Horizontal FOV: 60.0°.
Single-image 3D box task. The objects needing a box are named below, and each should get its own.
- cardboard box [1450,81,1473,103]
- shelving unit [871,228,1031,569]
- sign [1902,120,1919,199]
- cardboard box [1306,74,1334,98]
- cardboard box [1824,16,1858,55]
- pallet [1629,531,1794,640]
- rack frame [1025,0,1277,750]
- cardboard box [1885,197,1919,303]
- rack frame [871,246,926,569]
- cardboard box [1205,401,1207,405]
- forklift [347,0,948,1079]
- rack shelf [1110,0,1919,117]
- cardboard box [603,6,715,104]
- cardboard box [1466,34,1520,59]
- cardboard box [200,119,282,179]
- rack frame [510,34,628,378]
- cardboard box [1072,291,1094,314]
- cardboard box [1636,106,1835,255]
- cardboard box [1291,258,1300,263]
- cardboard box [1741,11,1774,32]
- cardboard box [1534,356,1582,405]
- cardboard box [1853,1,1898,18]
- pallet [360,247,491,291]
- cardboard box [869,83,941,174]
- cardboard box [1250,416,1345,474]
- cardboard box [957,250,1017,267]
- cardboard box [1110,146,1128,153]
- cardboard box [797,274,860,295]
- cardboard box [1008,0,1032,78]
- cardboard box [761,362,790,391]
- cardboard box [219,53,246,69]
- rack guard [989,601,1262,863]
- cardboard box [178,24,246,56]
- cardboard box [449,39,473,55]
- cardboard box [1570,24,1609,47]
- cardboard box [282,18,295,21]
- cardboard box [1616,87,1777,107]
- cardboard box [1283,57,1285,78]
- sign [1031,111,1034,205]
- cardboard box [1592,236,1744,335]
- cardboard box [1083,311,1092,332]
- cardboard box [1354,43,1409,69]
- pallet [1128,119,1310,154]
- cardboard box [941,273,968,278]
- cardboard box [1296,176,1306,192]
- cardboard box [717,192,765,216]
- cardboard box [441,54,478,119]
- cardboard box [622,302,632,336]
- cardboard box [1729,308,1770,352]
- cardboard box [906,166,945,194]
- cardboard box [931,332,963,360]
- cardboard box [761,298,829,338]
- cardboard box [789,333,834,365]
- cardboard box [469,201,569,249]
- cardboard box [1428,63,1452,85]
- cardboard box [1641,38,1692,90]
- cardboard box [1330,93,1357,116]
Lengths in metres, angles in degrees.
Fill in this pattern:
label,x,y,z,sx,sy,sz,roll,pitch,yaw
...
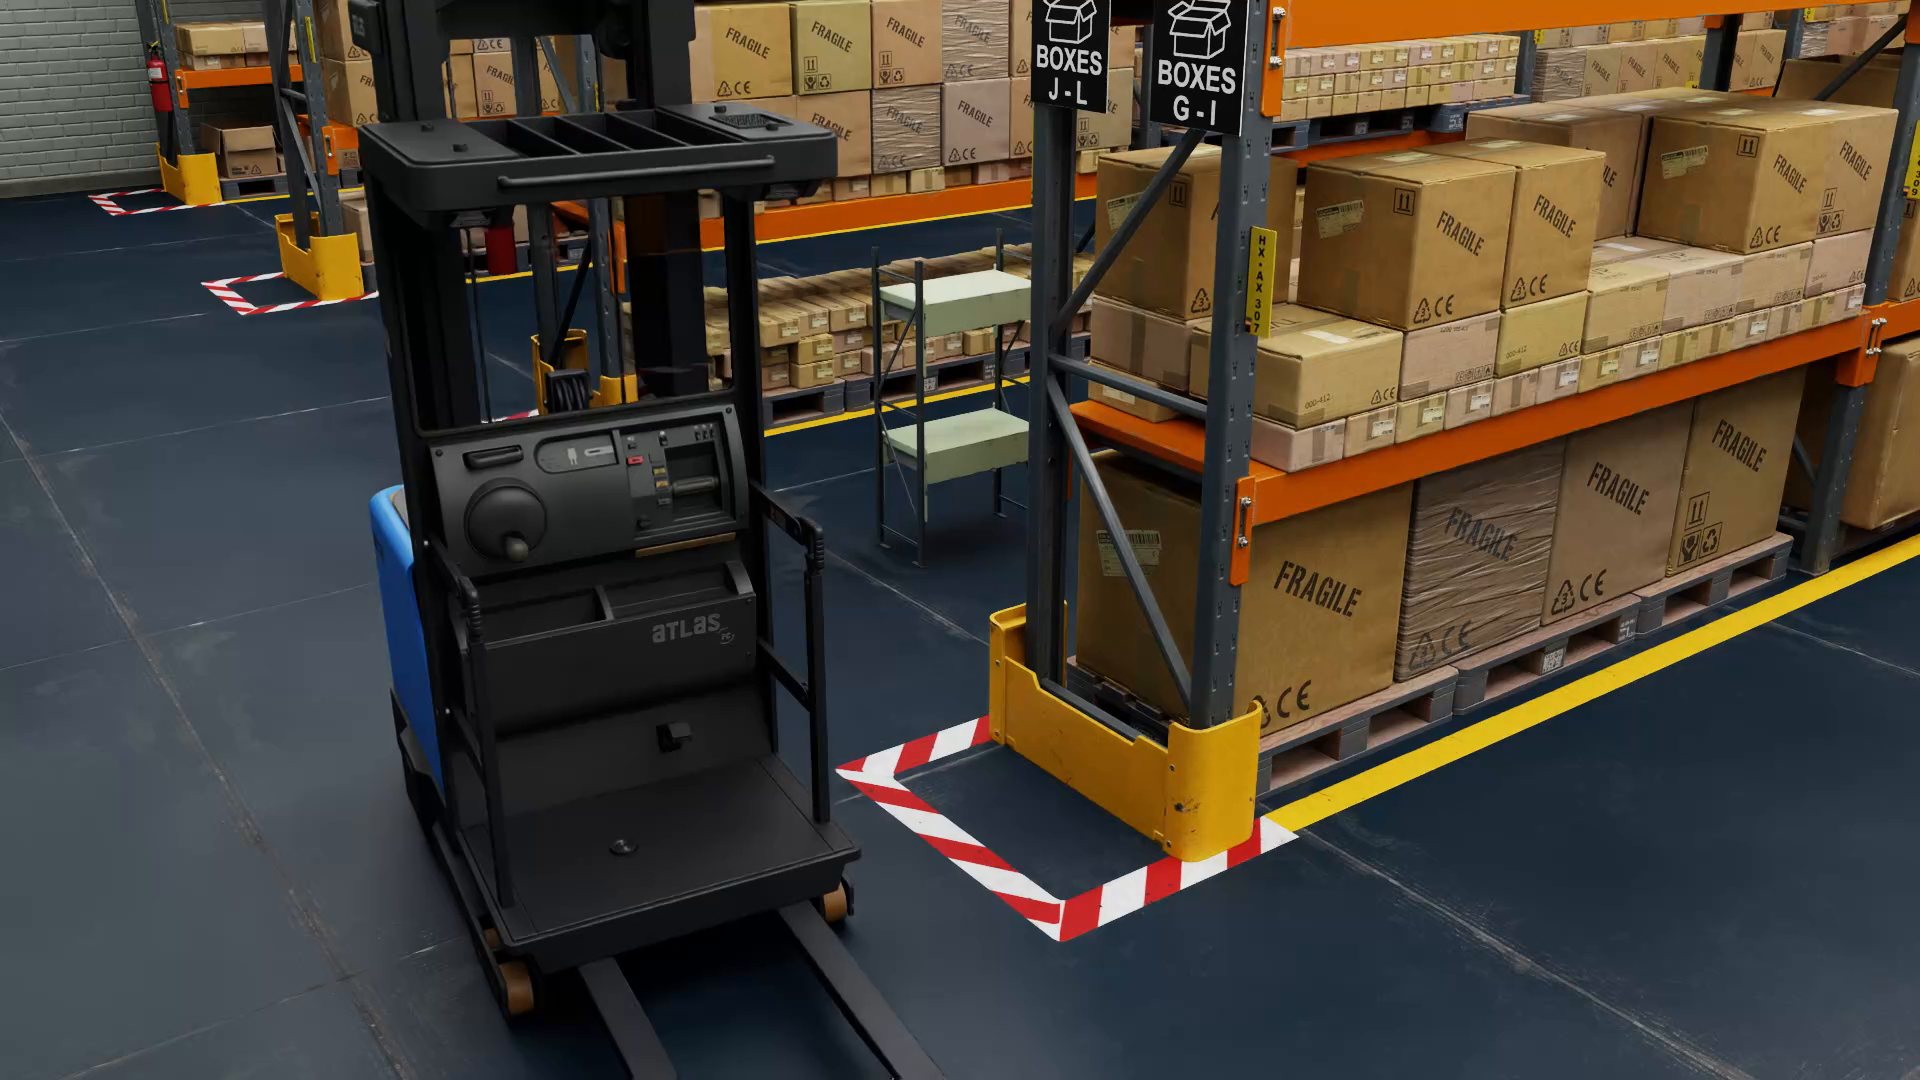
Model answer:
label,x,y,z,sx,sy,sz,roll,pitch,yaw
cardboard box,3.724,-3.476,12.831,0.250,0.149,0.380,-14,26,-32
shelving unit,0.005,-0.698,8.122,0.755,1.500,0.431,-15,26,-33
sign,4.160,-1.644,7.193,0.005,0.325,0.100,-15,26,-33
cardboard box,2.456,-3.277,11.932,0.250,0.149,0.380,-14,26,-31
cardboard box,8.240,-4.896,16.416,0.550,0.550,0.875,-15,26,-33
pallet,3.172,0.065,7.949,1.213,0.211,1.003,-15,26,-33
rack frame,0.588,-0.506,5.616,0.127,3.000,1.000,-15,26,-33
cardboard box,4.354,-1.442,7.828,0.500,0.500,0.500,-15,26,-33
rack frame,-0.292,-0.619,7.924,0.023,1.500,0.400,-15,26,-33
cardboard box,0.895,-0.622,6.246,0.250,0.149,0.380,-15,26,-32
forklift,-0.996,-0.151,4.819,1.130,2.935,3.031,-11,24,-26
rack shelf,2.212,-1.998,6.278,4.000,0.370,1.077,-15,26,-33
cardboard box,-1.707,-2.686,9.195,0.500,0.500,0.500,-15,26,-33
cardboard box,4.137,-3.862,12.997,0.250,0.149,0.380,-16,27,-35
cardboard box,-7.550,-4.119,17.473,0.637,0.503,0.797,-16,27,-35
rack frame,-2.227,-2.020,9.410,0.127,3.000,1.000,-15,26,-33
cardboard box,0.738,-1.668,11.409,0.250,0.149,0.380,-16,27,-35
cardboard box,3.209,-1.501,6.900,0.500,0.500,0.500,-15,26,-32
cardboard box,1.651,-0.979,6.603,0.500,0.250,0.500,-16,27,-35
cardboard box,7.115,-5.019,15.442,0.500,0.500,0.700,-15,26,-34
cardboard box,2.111,-0.646,6.306,0.250,0.149,0.380,-15,26,-33
cardboard box,8.731,-5.487,16.441,0.550,0.550,0.875,-15,26,-33
pallet,-4.596,-2.388,14.097,1.213,0.211,1.003,-15,26,-33
cardboard box,-0.466,-2.556,10.219,0.500,0.500,0.500,-16,27,-34
cardboard box,1.069,-0.366,5.606,0.250,0.149,0.380,-15,26,-32
cardboard box,0.185,-1.909,11.611,0.250,0.149,0.380,-15,26,-34
cardboard box,0.925,-2.637,11.295,0.250,0.149,0.380,-15,26,-33
cardboard box,-0.860,-1.625,10.898,0.250,0.149,0.380,-16,27,-35
cardboard box,0.380,-3.238,10.578,0.500,0.500,0.500,-16,27,-34
cardboard box,-1.252,-1.045,10.247,0.250,0.149,0.380,-15,26,-32
cardboard box,-7.495,-4.920,17.019,0.250,0.149,0.380,-14,26,-32
rack guard,0.569,0.661,6.066,0.348,0.500,1.175,-15,26,-33
cardboard box,-7.576,-5.065,16.844,0.500,0.250,0.500,-15,26,-33
cardboard box,-4.228,-4.130,13.215,0.500,0.500,0.500,-16,27,-34
cardboard box,5.047,-4.466,14.057,0.500,0.500,0.700,-15,26,-34
cardboard box,-7.059,-5.444,17.794,0.500,0.250,0.500,-14,26,-31
cardboard box,3.297,-1.761,7.553,0.500,0.500,0.500,-15,26,-33
cardboard box,2.041,-3.304,11.598,0.250,0.149,0.380,-15,26,-32
sign,0.282,-1.320,5.774,0.005,0.325,0.100,-15,26,-33
cardboard box,2.797,-1.042,6.762,0.500,0.250,0.500,-14,26,-32
cardboard box,0.901,-1.569,11.561,0.250,0.149,0.380,-15,26,-32
cardboard box,3.086,-3.583,12.297,0.250,0.149,0.380,-13,25,-30
pallet,1.726,-2.918,11.921,1.213,0.211,1.003,-15,26,-33
cardboard box,0.079,-1.635,10.924,0.250,0.149,0.380,-16,27,-35
cardboard box,2.622,-2.573,12.592,0.500,0.250,0.500,-14,26,-31
cardboard box,-1.340,-1.984,9.660,0.250,0.149,0.380,-16,27,-34
cardboard box,-4.248,-3.669,13.408,0.500,0.500,0.500,-15,26,-34
cardboard box,-1.945,-1.358,10.229,0.250,0.149,0.380,-15,26,-32
cardboard box,3.153,-0.923,7.002,0.250,0.149,0.380,-14,26,-32
cardboard box,-0.302,-2.276,10.393,0.250,0.149,0.380,-14,26,-32
cardboard box,-0.190,-1.309,10.909,0.250,0.149,0.380,-14,26,-32
cardboard box,-1.017,-1.369,10.256,0.250,0.149,0.380,-16,27,-35
cardboard box,-0.978,-1.210,10.259,0.250,0.149,0.380,-14,26,-31
cardboard box,-3.984,-2.866,14.421,0.875,0.438,0.875,-14,26,-31
cardboard box,3.501,-3.554,12.626,0.250,0.149,0.380,-15,26,-33
cardboard box,6.016,-4.141,14.591,0.500,0.500,0.500,-15,26,-33
cardboard box,2.666,-3.195,12.128,0.250,0.149,0.380,-15,26,-34
